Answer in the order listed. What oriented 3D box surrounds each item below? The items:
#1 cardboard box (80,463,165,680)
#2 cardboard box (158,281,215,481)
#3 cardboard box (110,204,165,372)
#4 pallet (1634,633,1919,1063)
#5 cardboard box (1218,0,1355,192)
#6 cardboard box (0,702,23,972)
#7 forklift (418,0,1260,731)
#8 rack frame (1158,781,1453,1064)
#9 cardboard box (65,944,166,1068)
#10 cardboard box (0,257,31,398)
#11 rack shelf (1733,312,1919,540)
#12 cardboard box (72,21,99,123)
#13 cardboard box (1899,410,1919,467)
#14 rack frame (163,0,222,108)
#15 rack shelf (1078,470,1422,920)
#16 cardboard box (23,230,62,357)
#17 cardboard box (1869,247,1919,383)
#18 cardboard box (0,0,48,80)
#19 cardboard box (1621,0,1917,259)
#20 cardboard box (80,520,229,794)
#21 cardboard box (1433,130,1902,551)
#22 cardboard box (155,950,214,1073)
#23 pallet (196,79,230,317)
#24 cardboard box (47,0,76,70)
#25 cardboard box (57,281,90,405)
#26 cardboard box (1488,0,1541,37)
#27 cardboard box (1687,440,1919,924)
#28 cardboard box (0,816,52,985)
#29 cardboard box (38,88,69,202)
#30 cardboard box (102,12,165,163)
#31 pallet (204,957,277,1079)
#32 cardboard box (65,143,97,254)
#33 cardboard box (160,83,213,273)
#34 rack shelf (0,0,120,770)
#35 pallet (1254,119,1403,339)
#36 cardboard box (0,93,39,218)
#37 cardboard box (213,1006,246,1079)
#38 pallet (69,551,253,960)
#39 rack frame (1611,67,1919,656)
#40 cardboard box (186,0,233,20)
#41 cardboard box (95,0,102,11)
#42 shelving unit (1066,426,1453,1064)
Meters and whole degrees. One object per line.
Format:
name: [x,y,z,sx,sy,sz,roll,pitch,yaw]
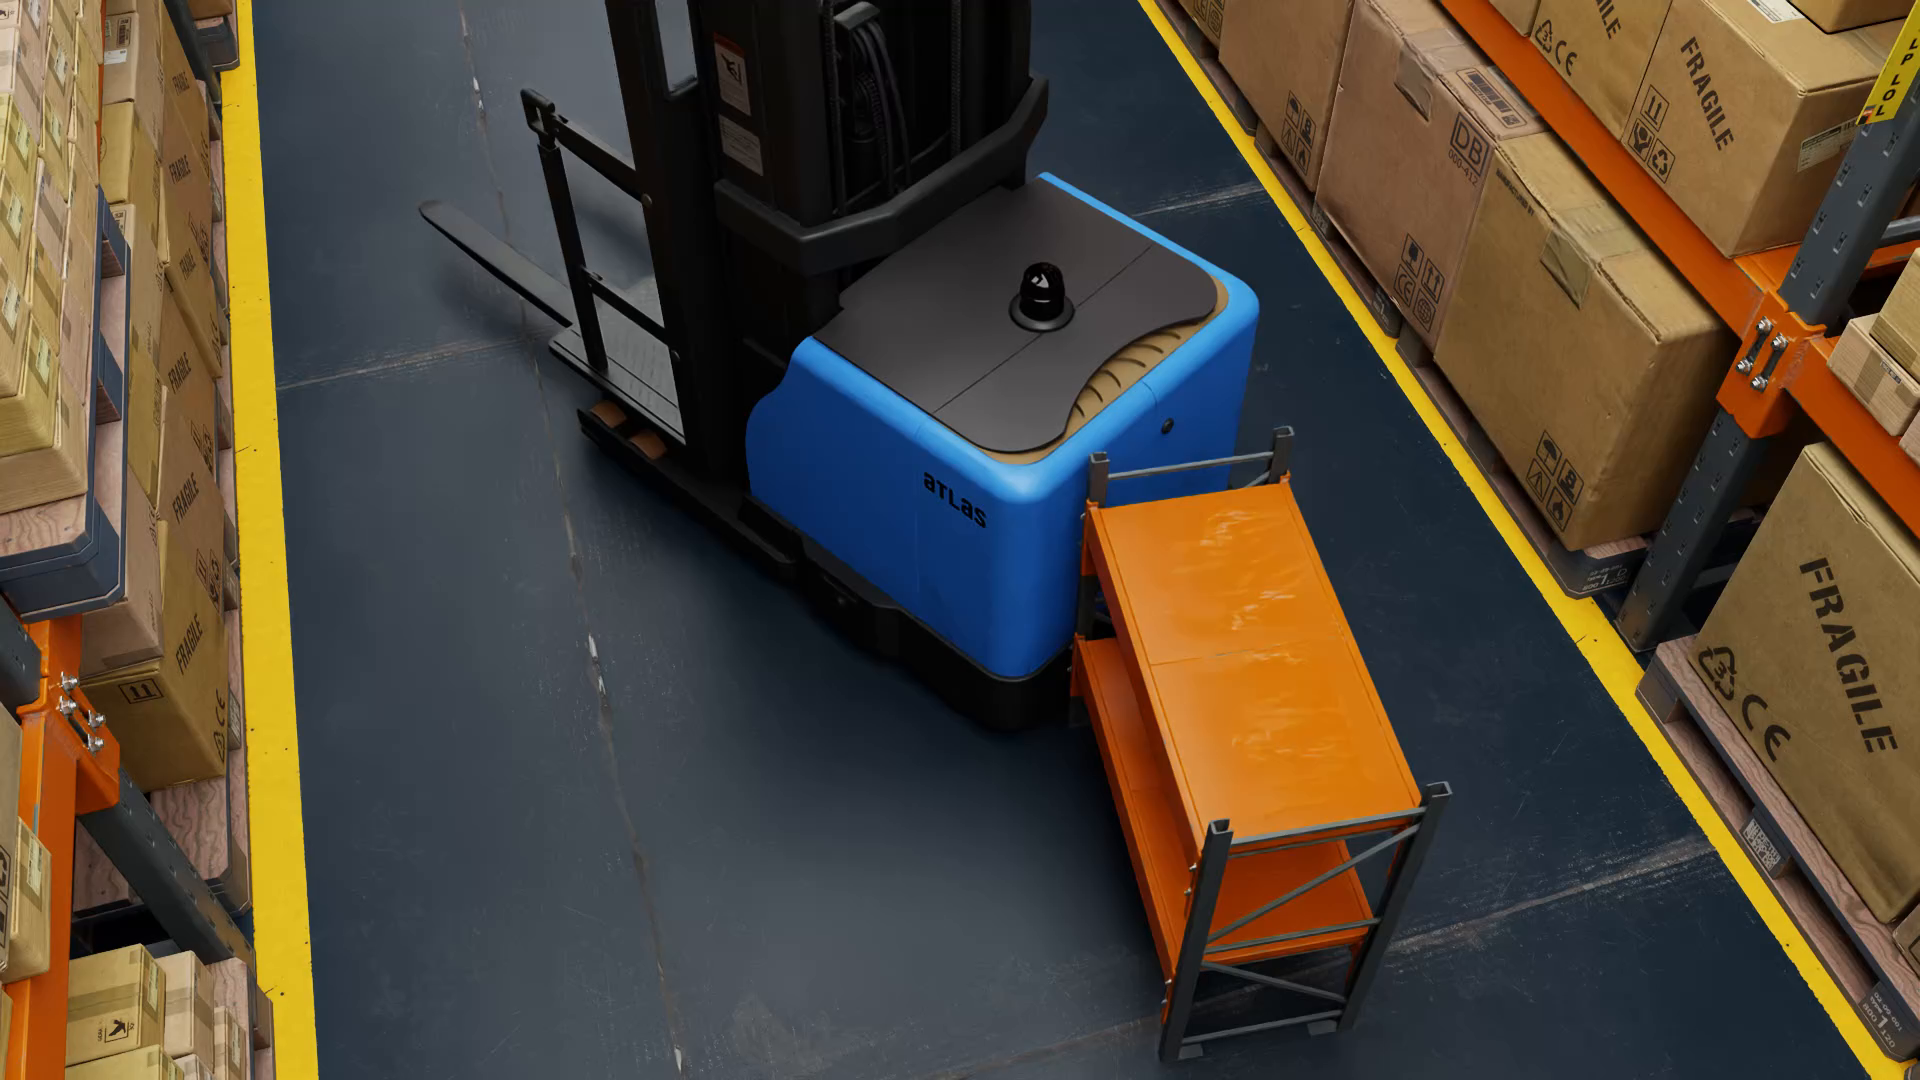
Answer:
cardboard box: [-2.264,0.096,4.077,0.500,0.250,0.500,-15,52,-13]
cardboard box: [-2.589,-0.428,5.009,0.500,0.500,0.500,-13,51,-10]
cardboard box: [-2.571,-0.666,4.719,0.500,0.250,0.500,-12,51,-10]
pallet: [2.620,0.691,4.529,1.003,0.211,1.213,-13,51,-11]
cardboard box: [1.727,-1.991,6.082,1.225,0.875,0.875,-13,51,-11]
cardboard box: [-1.885,0.428,2.667,0.500,0.500,0.500,-13,51,-11]
forklift: [-0.609,-1.405,4.517,3.031,2.935,1.130,35,58,26]
rack frame: [0.744,0.898,3.758,0.500,1.125,0.032,-8,50,-7]
cardboard box: [-1.944,1.060,3.596,0.380,0.149,0.250,-12,51,-10]
cardboard box: [-1.975,-0.371,3.101,0.380,0.149,0.250,-11,51,-9]
rack shelf: [3.061,0.912,2.990,1.077,0.370,4.000,-13,51,-11]
cardboard box: [-2.367,-1.132,4.132,0.380,0.149,0.250,-14,51,-12]
cardboard box: [2.317,-0.217,3.635,0.380,0.149,0.250,-15,51,-12]
rack frame: [-3.481,-2.655,5.526,1.000,3.000,0.127,-13,51,-11]
rack shelf: [0.650,0.327,3.856,0.538,0.278,1.000,-8,50,-7]
cardboard box: [-2.054,-0.464,3.374,0.380,0.149,0.250,-14,51,-12]
cardboard box: [2.358,-0.426,3.551,0.500,0.250,0.500,-14,51,-12]
cardboard box: [-2.285,-1.131,3.742,0.380,0.149,0.250,-14,51,-11]
cardboard box: [2.071,-1.093,4.144,0.500,0.500,0.500,-13,51,-11]
cardboard box: [-2.263,0.337,4.364,0.500,0.500,0.500,-12,51,-10]
cardboard box: [2.261,-0.694,4.988,1.225,0.875,0.875,-13,51,-11]
cardboard box: [-1.901,1.113,3.745,0.380,0.149,0.250,-12,51,-10]
pallet: [-3.252,-1.185,6.111,1.003,0.211,1.213,-13,51,-11]
cardboard box: [-2.368,-1.232,4.022,0.380,0.149,0.250,-14,51,-12]
cardboard box: [-2.063,-0.380,3.498,0.380,0.149,0.250,-13,51,-10]
cardboard box: [1.770,-1.836,4.770,0.500,0.500,0.500,-14,51,-11]
cardboard box: [2.588,0.269,4.177,0.875,0.875,0.875,-13,51,-11]
cardboard box: [-1.810,0.667,2.890,0.380,0.149,0.250,-15,51,-12]
cardboard box: [-2.208,-0.842,3.693,0.380,0.149,0.250,-15,52,-13]
cardboard box: [-2.869,-1.419,5.354,0.500,0.250,0.500,-13,51,-10]
pallet: [-2.066,1.648,3.723,1.003,0.211,1.213,-13,51,-11]
cardboard box: [-2.206,-0.747,3.808,0.380,0.149,0.250,-13,51,-11]
cardboard box: [-2.887,-1.183,5.645,0.500,0.500,0.500,-11,51,-10]
rack shelf: [-2.890,-0.962,4.570,1.077,0.370,4.000,-13,51,-11]
pallet: [1.805,-1.321,6.226,1.003,0.211,1.213,-13,51,-11]
cardboard box: [-2.137,-0.761,3.430,0.380,0.149,0.250,-13,51,-11]
cardboard box: [-1.857,1.260,3.816,0.380,0.149,0.250,-13,51,-11]
pallet: [-2.530,0.597,4.608,1.003,0.211,1.213,-13,51,-11]
rack frame: [2.470,-0.781,3.946,1.000,3.000,0.127,-13,51,-11]
cardboard box: [-3.575,-2.530,6.618,1.050,0.750,0.750,-14,51,-11]
cardboard box: [-2.522,-1.515,4.455,0.380,0.149,0.250,-12,51,-10]
shelving unit: [0.650,0.516,4.080,0.538,1.125,1.048,-8,50,-7]
